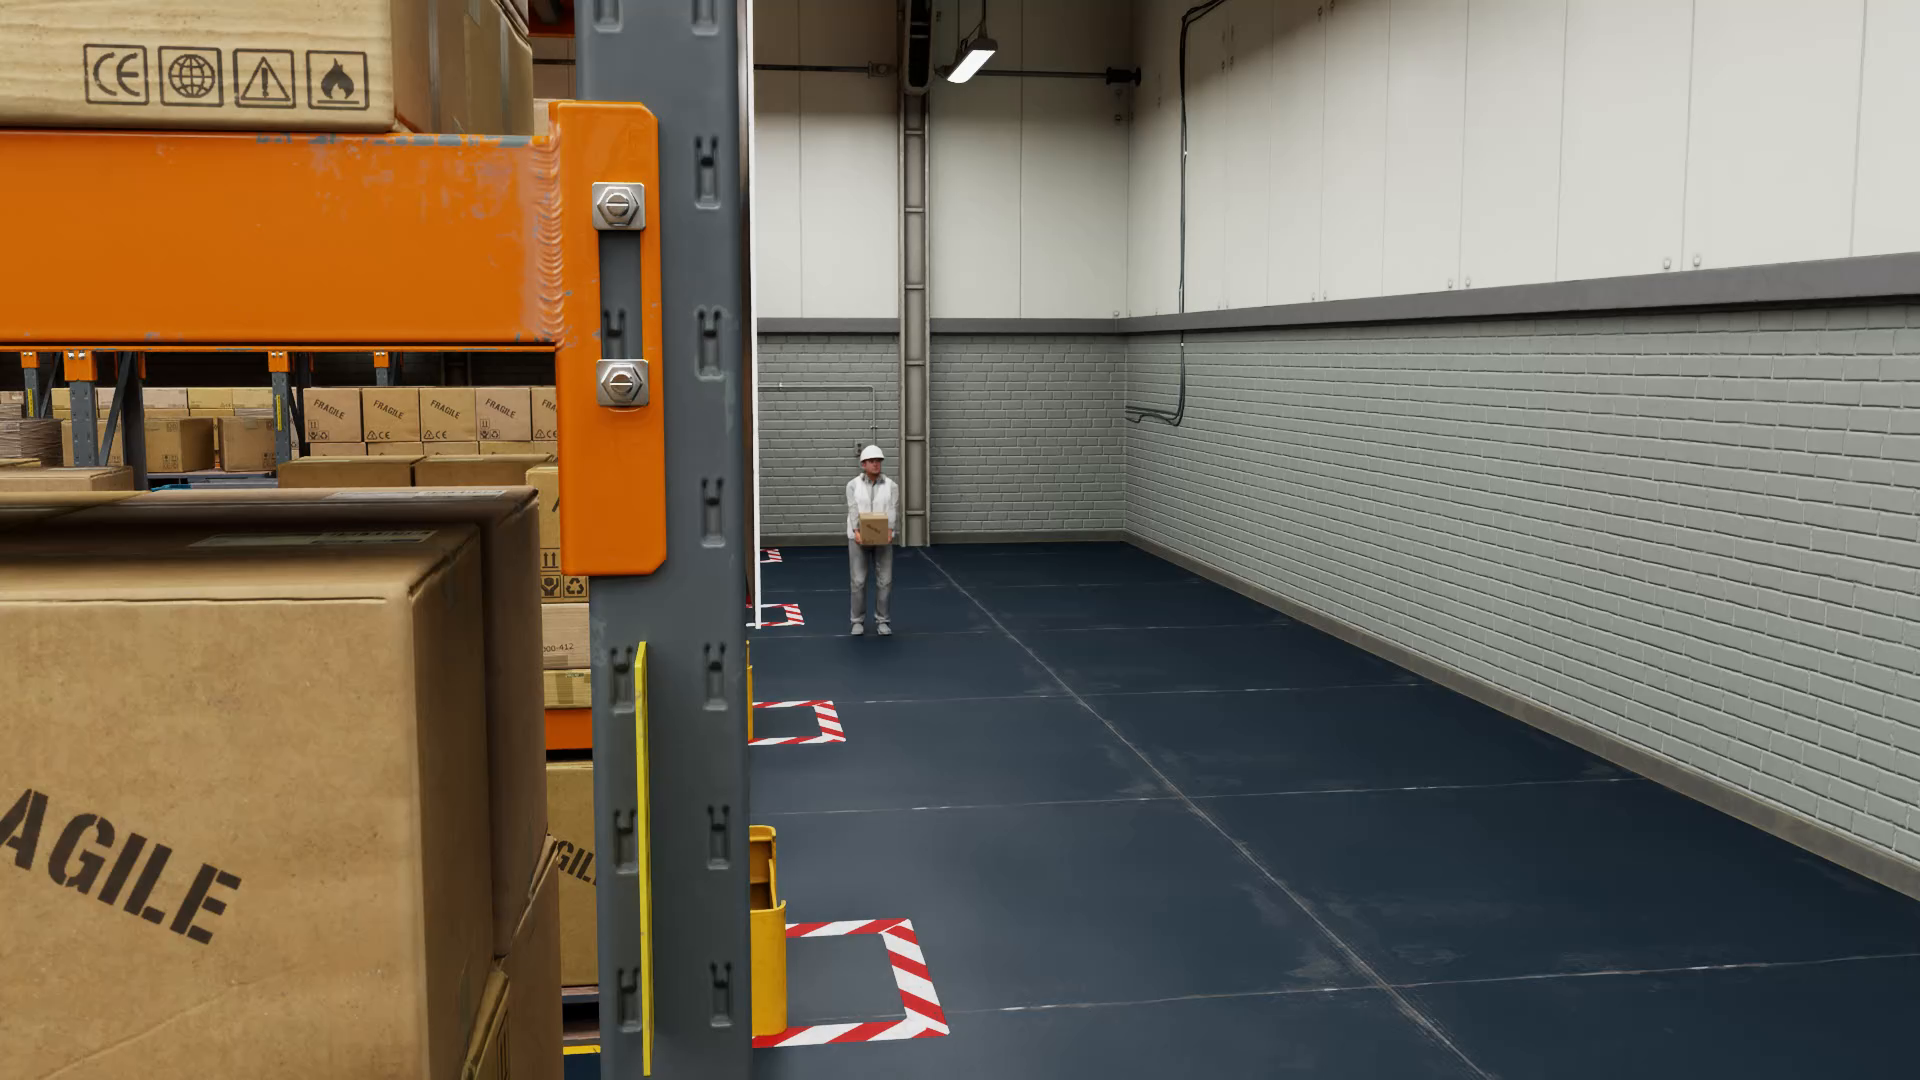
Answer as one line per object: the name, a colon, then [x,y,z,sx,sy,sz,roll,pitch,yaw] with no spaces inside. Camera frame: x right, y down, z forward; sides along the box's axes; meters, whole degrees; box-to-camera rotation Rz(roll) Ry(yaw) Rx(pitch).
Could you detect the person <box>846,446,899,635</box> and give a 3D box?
person: [-0.807,0.007,15.559,0.495,1.768,0.546,-1,6,-8]
